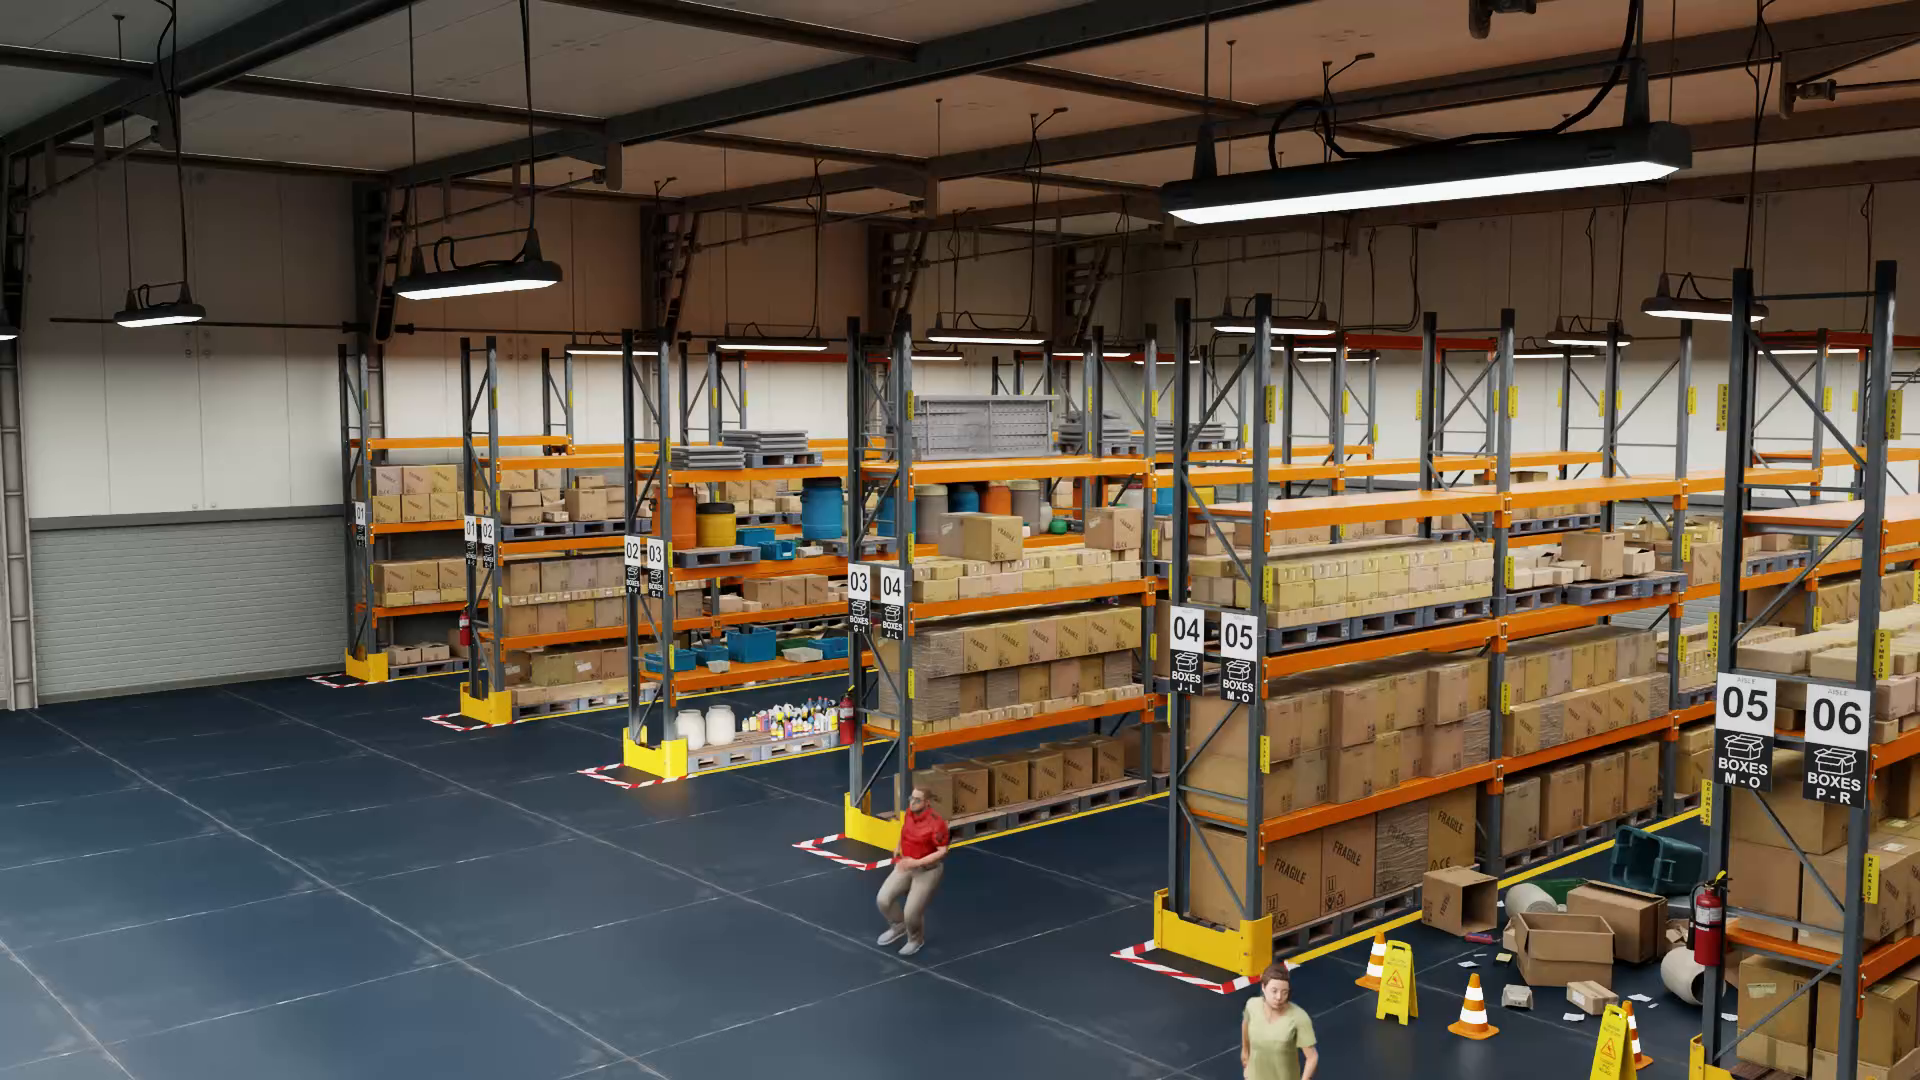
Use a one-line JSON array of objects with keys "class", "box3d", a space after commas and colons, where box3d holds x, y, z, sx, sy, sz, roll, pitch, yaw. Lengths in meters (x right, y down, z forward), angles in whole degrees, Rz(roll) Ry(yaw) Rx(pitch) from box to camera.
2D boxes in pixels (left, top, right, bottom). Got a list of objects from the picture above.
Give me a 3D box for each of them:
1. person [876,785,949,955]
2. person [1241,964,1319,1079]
[{"class": "person", "box3d": [-0.453, 3.026, 15.122, 0.855, 1.654, 0.675, 4, 6, 36]}, {"class": "person", "box3d": [1.969, 3.415, 10.372, 0.542, 1.615, 0.757, 2, 5, 20]}]
